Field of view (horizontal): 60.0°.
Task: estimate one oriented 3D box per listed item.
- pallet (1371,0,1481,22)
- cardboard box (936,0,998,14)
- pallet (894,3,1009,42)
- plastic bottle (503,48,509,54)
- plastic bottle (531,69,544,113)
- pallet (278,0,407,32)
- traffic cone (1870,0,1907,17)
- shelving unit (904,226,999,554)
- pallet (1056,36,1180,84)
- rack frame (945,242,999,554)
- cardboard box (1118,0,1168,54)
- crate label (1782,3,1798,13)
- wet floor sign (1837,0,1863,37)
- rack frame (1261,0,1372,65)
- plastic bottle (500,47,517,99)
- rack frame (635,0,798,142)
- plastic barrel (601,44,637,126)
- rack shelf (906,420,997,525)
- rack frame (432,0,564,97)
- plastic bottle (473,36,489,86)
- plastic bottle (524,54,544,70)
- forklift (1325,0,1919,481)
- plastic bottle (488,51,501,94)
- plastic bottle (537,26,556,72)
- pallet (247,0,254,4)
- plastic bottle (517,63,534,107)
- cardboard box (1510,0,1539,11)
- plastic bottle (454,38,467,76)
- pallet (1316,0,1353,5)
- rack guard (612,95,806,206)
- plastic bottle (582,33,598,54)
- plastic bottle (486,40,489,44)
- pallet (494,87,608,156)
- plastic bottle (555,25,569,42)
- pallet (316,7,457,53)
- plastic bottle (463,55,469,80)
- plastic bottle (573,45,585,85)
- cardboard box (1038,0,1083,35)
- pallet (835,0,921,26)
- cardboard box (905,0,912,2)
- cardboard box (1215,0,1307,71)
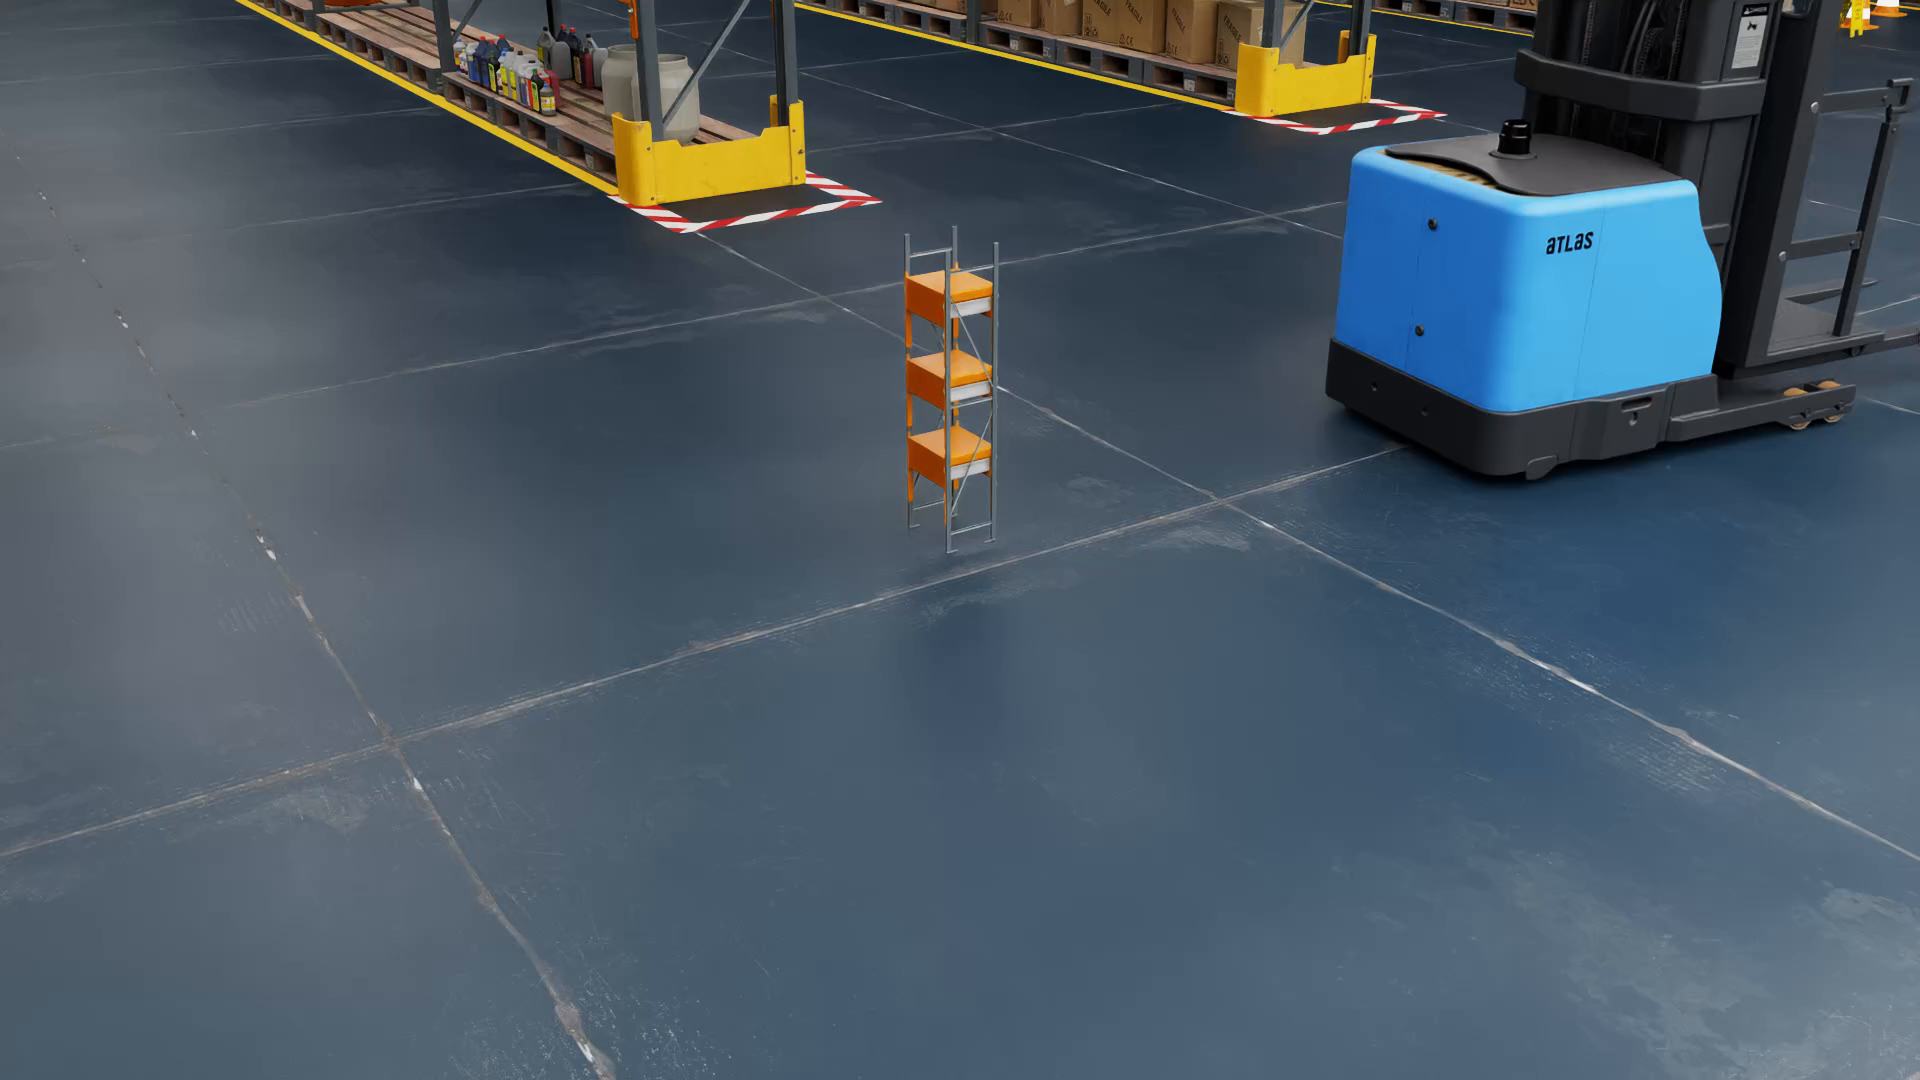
[{"bbox_3d":[5.071,-5.686,17.548,1.003,0.211,1.213,-16,29,-30],"label":"pallet"},{"bbox_3d":[0.193,-5.411,16.111,0.700,0.500,0.500,-18,31,-33],"label":"cardboard box"},{"bbox_3d":[0.084,-5.135,16.380,1.003,0.211,1.213,-16,29,-30],"label":"pallet"},{"bbox_3d":[-3.366,-3.519,12.372,0.097,0.271,0.097,0,25,0],"label":"plastic bottle"},{"bbox_3d":[-2.905,-3.096,11.460,0.061,0.283,0.133,-15,29,-28],"label":"plastic bottle"},{"bbox_3d":[-6.288,-5.405,16.953,1.003,0.211,1.213,-16,29,-30],"label":"pallet"},{"bbox_3d":[9.681,-5.702,17.287,0.336,0.463,0.334,-16,29,-30],"label":"traffic cone"},{"bbox_3d":[-0.029,-0.494,5.566,0.215,1.050,0.252,-16,29,-30],"label":"shelving unit"},{"bbox_3d":[1.577,-4.188,14.374,1.003,0.211,1.213,-16,29,-30],"label":"pallet"},{"bbox_3d":[0.037,-0.450,5.474,0.200,1.050,0.008,-16,29,-30],"label":"rack frame"},{"bbox_3d":[1.686,-4.408,14.010,0.500,0.500,0.500,-13,28,-25],"label":"cardboard box"},{"bbox_3d":[8.456,-5.441,17.116,0.298,0.136,0.250,12,28,24],"label":"crate label"},{"bbox_3d":[8.580,-5.193,15.995,0.267,0.644,0.232,-22,33,-38],"label":"wet floor sign"},{"bbox_3d":[2.694,-4.687,12.165,1.000,3.000,0.127,-16,29,-30],"label":"rack frame"},{"bbox_3d":[-3.211,-3.359,11.940,0.144,0.351,0.185,-16,30,-30],"label":"plastic bottle"},{"bbox_3d":[-1.456,-3.533,9.720,1.000,3.000,0.127,-16,29,-30],"label":"rack frame"},{"bbox_3d":[-2.153,-2.994,11.002,0.421,0.512,0.421,0,25,0],"label":"plastic barrel"},{"bbox_3d":[-0.029,-0.233,5.690,0.215,0.259,0.240,-16,29,-30],"label":"rack shelf"},{"bbox_3d":[-3.640,-4.963,12.750,1.000,3.000,0.127,-16,29,-30],"label":"rack frame"},{"bbox_3d":[-3.547,-3.579,12.405,0.144,0.351,0.185,-15,29,-28],"label":"plastic bottle"},{"bbox_3d":[-3.101,-3.369,12.048,0.152,0.276,0.135,-16,29,-30],"label":"plastic bottle"},{"bbox_3d":[3.065,-1.959,6.466,3.031,2.935,1.130,-11,28,-23],"label":"forklift"},{"bbox_3d":[-3.388,-3.412,12.131,0.061,0.283,0.133,-14,29,-27],"label":"plastic bottle"},{"bbox_3d":[-3.167,-3.768,12.805,0.144,0.351,0.185,-16,29,-30],"label":"plastic bottle"},{"bbox_3d":[-7.620,-6.278,18.802,1.003,0.211,1.213,-16,29,-30],"label":"pallet"},{"bbox_3d":[-3.016,-3.201,11.692,0.152,0.276,0.135,-16,30,-31],"label":"plastic bottle"},{"bbox_3d":[5.997,-5.577,16.047,0.875,0.875,0.875,-16,30,-30],"label":"cardboard box"},{"bbox_3d":[-3.833,-3.712,12.781,0.097,0.271,0.097,0,25,0],"label":"plastic bottle"},{"bbox_3d":[4.237,-6.235,18.710,1.003,0.211,1.213,-16,29,-30],"label":"pallet"},{"bbox_3d":[-1.537,-2.418,10.288,1.175,0.500,0.348,-16,29,-30],"label":"rack guard"},{"bbox_3d":[-2.765,-3.617,12.486,0.144,0.351,0.185,-16,29,-30],"label":"plastic bottle"},{"bbox_3d":[-3.545,-3.634,12.600,0.061,0.283,0.133,-16,29,-30],"label":"plastic bottle"},{"bbox_3d":[-2.638,-3.016,11.891,1.003,0.211,1.213,-16,29,-30],"label":"pallet"},{"bbox_3d":[-3.046,-3.801,12.876,0.144,0.351,0.185,-16,30,-31],"label":"plastic bottle"},{"bbox_3d":[-5.433,-4.847,15.770,1.003,0.211,1.213,-16,29,-30],"label":"pallet"},{"bbox_3d":[-3.722,-3.608,12.642,0.097,0.201,0.097,0,25,0],"label":"plastic bottle"},{"bbox_3d":[-2.837,-3.554,12.430,0.061,0.283,0.133,-16,29,-30],"label":"plastic bottle"},{"bbox_3d":[1.014,-4.822,14.886,0.500,0.500,0.500,-6,26,-13],"label":"cardboard box"},{"bbox_3d":[-0.586,-5.572,17.305,1.003,0.211,1.213,-16,29,-30],"label":"pallet"},{"bbox_3d":[-0.357,-5.786,16.905,0.700,0.500,0.500,-18,31,-34],"label":"cardboard box"},{"bbox_3d":[2.367,-3.974,13.090,0.500,0.500,0.500,-10,27,-20],"label":"cardboard box"}]
